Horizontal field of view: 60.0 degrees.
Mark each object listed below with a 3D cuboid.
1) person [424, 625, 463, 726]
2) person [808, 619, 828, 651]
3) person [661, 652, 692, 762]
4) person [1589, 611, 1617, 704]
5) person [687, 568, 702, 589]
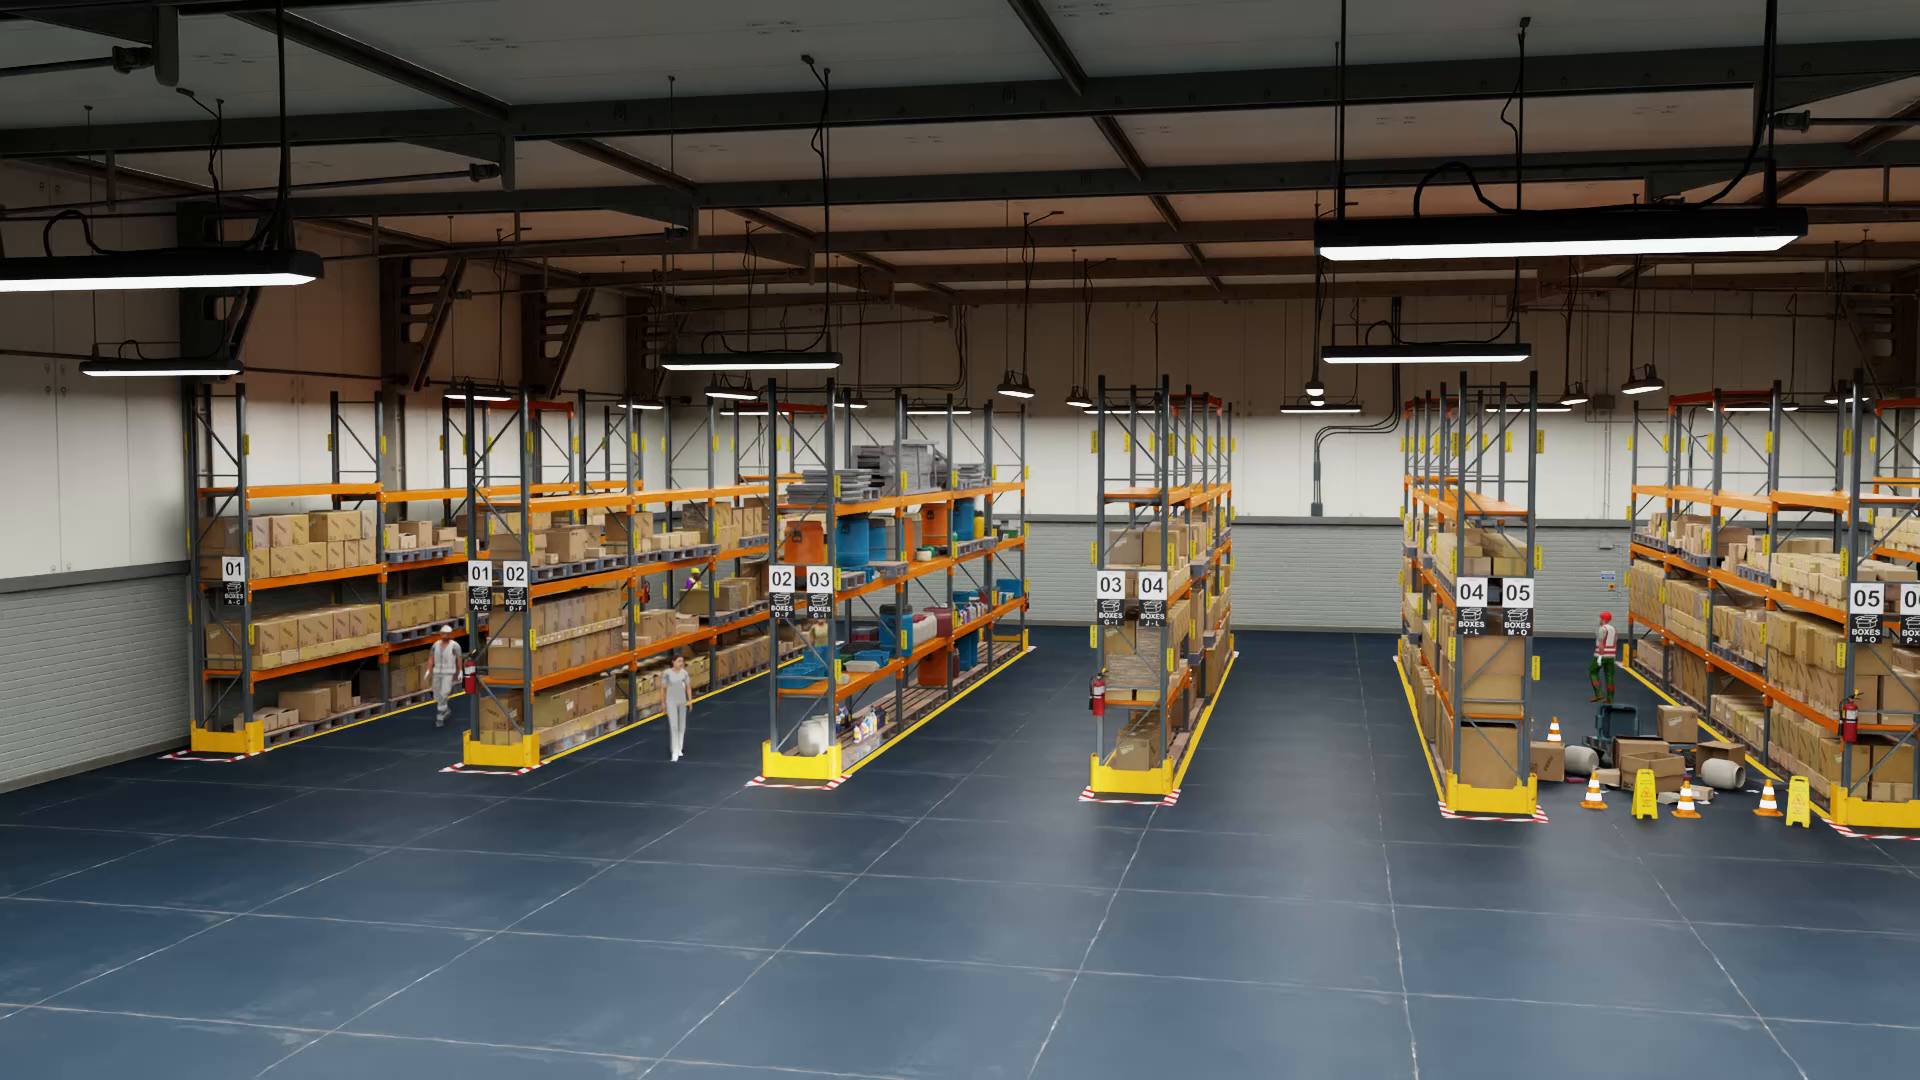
[{"bbox_3d":[-9.248,2.438,29.868,0.645,1.821,0.683,0,3,5],"label":"person"},{"bbox_3d":[-2.801,2.257,33.762,0.545,1.654,0.600,0,3,0],"label":"person"},{"bbox_3d":[-4.504,2.665,26.592,0.466,1.722,0.591,-2,4,-30],"label":"person"},{"bbox_3d":[12.461,2.272,32.052,0.520,1.782,0.536,0,3,-7],"label":"person"},{"bbox_3d":[-6.971,1.611,43.588,0.476,1.763,0.611,1,3,11],"label":"person"}]
